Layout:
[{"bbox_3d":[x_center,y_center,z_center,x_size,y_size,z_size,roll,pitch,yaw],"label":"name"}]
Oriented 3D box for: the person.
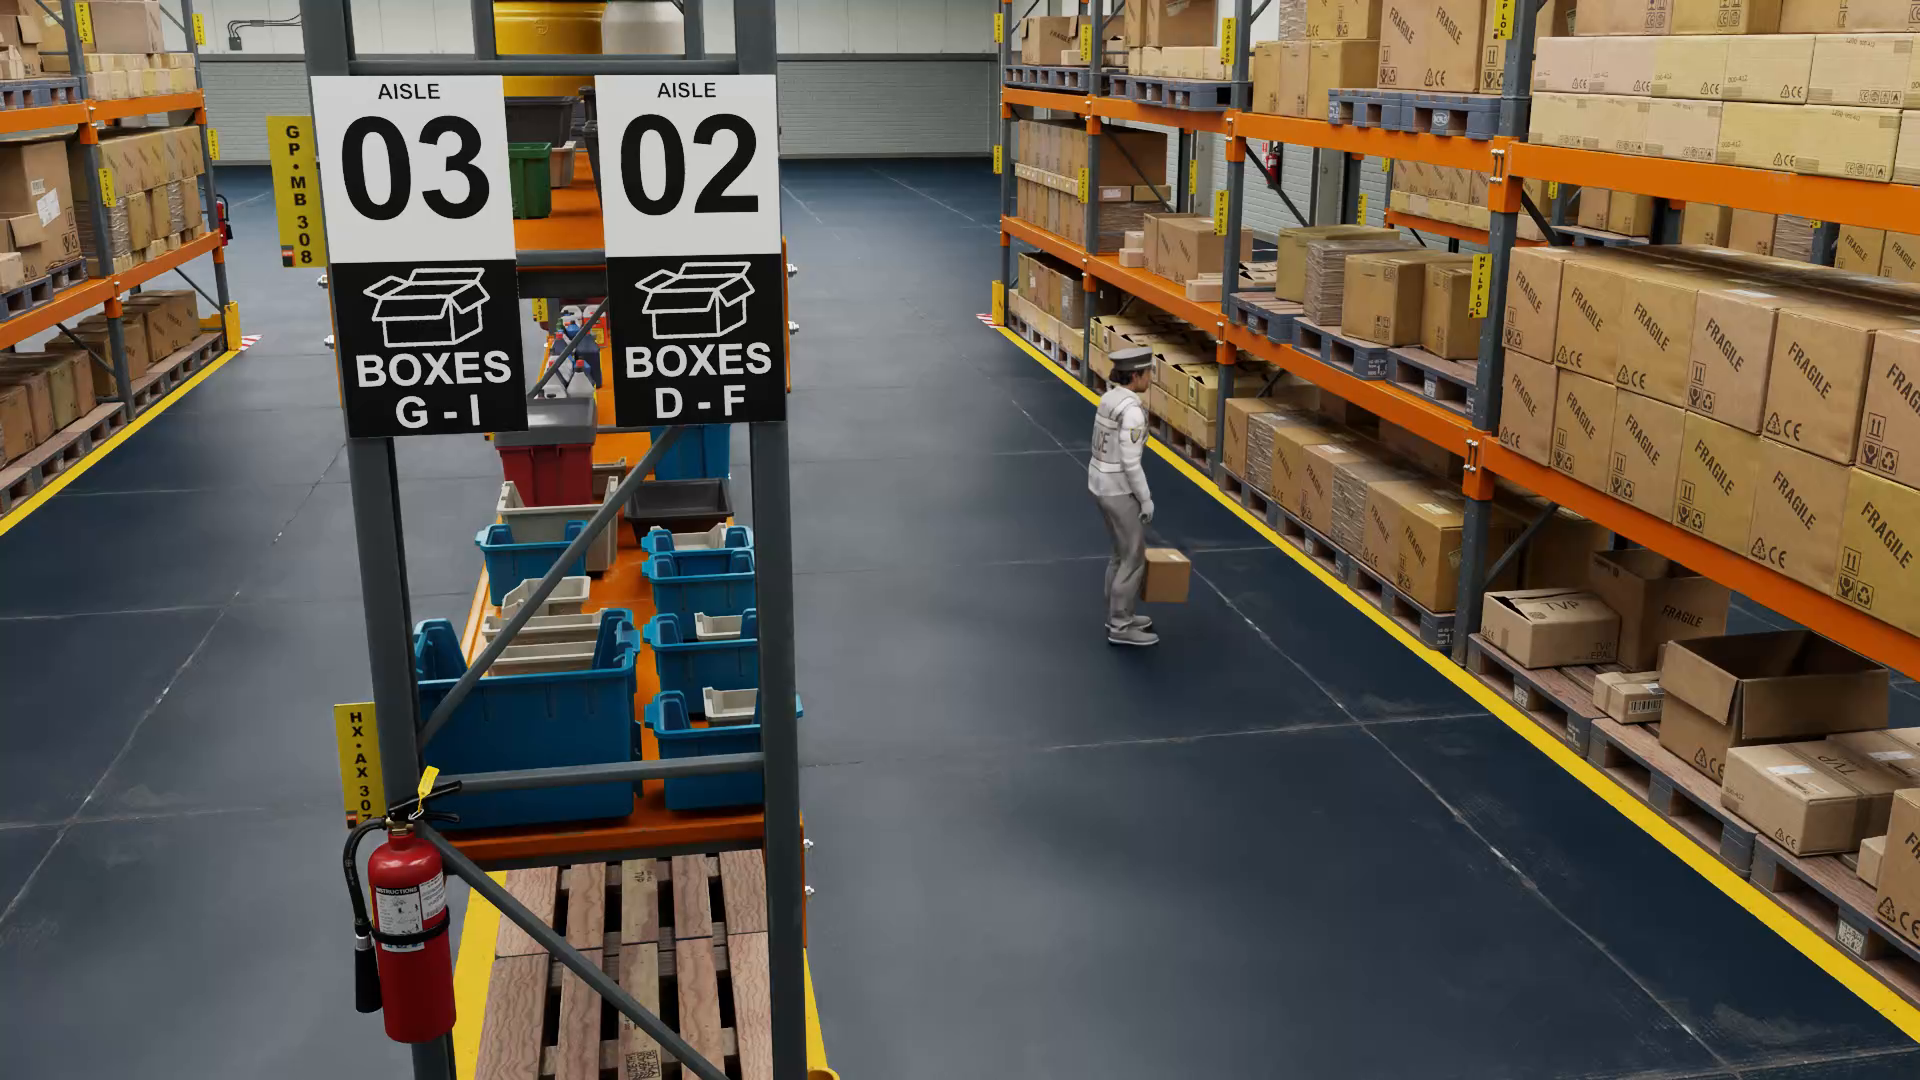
[{"bbox_3d":[0.941,-0.258,9.393,0.411,1.668,0.511,-4,17,-12],"label":"person"}]
